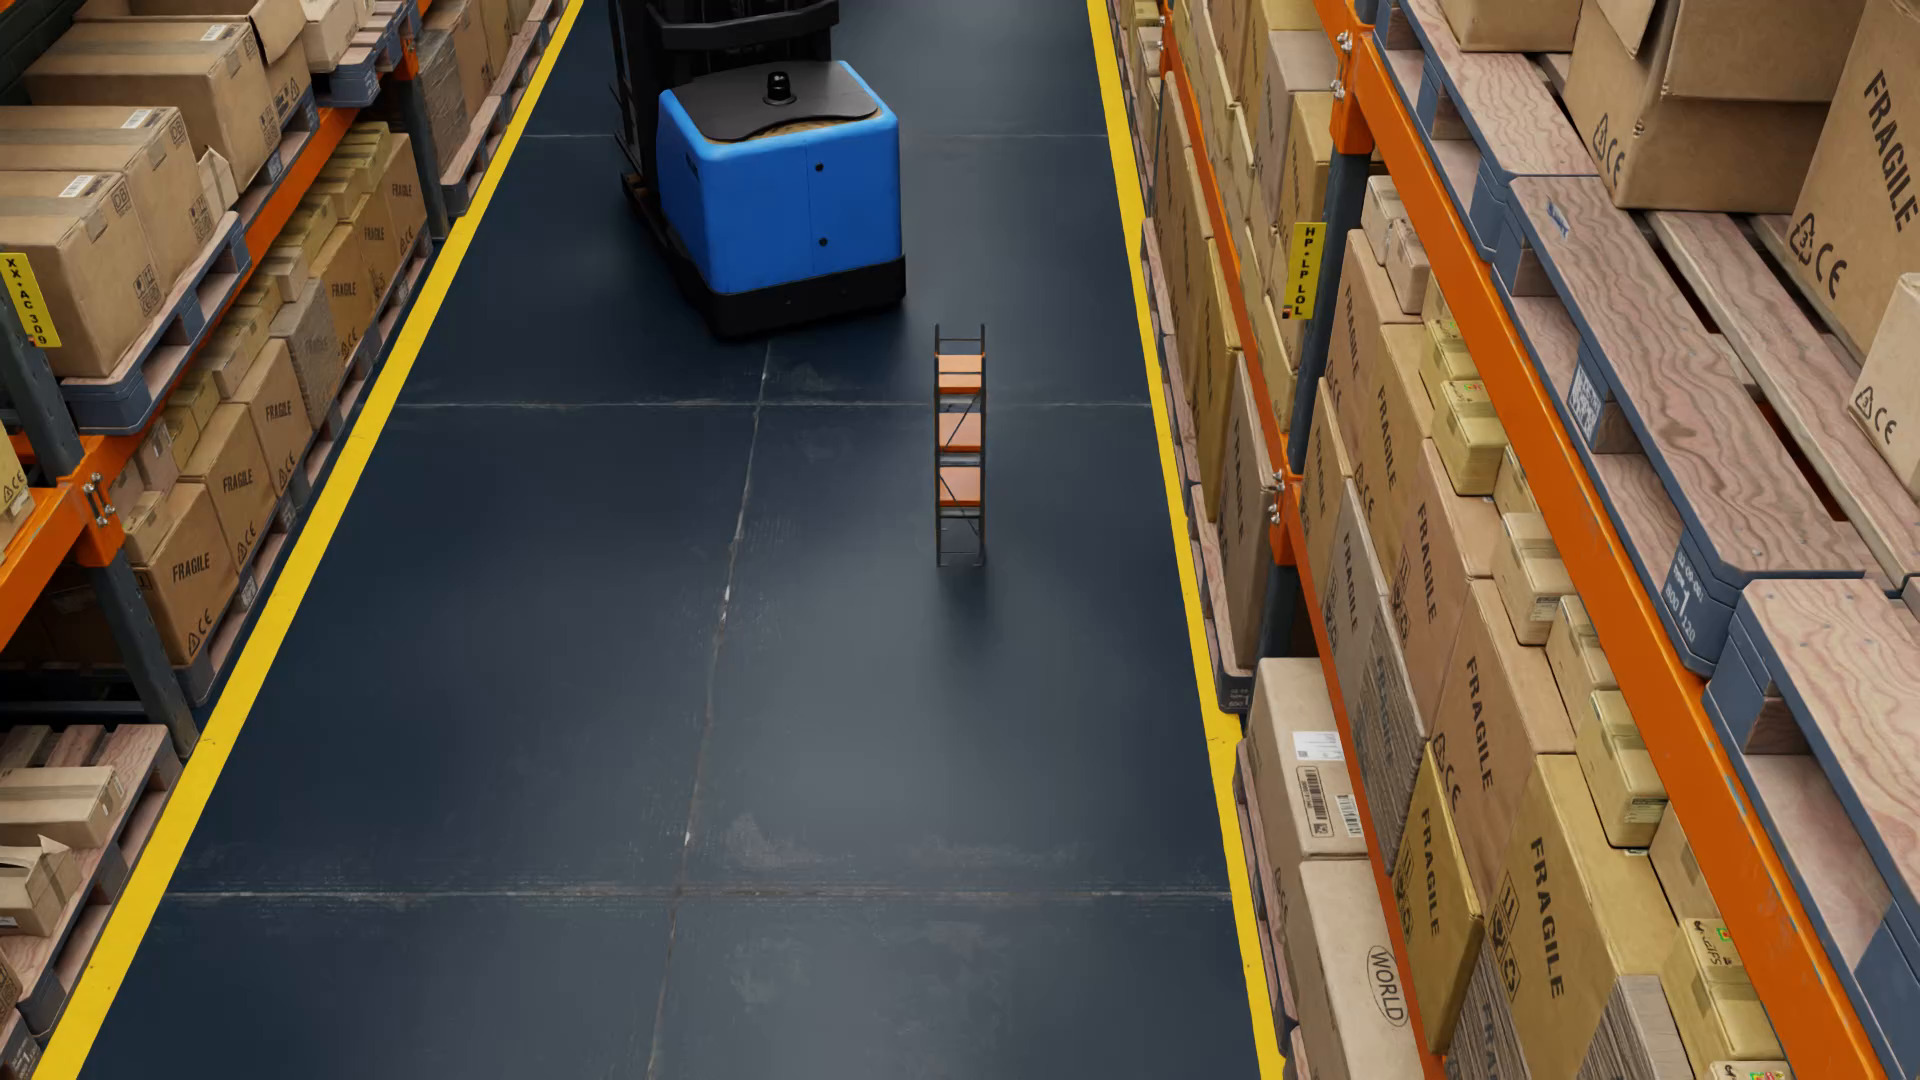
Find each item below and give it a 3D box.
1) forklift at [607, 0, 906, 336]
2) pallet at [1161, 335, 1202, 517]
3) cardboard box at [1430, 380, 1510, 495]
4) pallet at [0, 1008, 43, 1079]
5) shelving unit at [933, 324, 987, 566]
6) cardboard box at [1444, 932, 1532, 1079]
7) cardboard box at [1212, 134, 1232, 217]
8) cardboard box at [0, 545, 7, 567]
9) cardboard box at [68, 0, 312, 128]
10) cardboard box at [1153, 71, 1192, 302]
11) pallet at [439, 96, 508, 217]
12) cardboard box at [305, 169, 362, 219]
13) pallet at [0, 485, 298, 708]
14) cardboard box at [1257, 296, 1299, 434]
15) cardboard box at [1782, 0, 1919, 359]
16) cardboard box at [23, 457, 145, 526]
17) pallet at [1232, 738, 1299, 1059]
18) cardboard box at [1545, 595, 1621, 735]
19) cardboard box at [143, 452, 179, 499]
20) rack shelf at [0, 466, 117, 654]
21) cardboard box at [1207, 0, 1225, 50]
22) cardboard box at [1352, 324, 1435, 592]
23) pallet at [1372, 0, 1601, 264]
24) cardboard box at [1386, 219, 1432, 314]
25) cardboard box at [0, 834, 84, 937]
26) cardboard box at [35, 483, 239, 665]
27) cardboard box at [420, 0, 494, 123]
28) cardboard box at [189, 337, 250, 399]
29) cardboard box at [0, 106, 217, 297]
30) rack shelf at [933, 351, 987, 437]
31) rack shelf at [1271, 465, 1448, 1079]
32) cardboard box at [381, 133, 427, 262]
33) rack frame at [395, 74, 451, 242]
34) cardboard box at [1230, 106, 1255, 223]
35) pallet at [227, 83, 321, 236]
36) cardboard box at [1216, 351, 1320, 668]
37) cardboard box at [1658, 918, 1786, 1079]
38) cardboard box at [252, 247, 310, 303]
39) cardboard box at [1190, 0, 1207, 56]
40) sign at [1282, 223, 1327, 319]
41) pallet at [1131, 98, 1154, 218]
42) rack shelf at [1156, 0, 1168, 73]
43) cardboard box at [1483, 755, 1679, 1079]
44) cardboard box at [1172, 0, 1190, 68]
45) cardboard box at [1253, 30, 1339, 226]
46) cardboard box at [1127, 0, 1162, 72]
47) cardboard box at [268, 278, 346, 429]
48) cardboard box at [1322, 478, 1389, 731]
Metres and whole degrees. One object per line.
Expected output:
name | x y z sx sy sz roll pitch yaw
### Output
forklift | -1.325 -3.098 8.773 1.130 2.935 3.031 -15 41 -18
pallet | 1.498 -0.551 7.768 1.003 0.211 1.213 0 39 0
cardboard box | 1.288 -0.234 3.746 0.380 0.149 0.250 -1 39 -1
pallet | -3.381 1.897 4.714 1.003 0.211 1.213 0 39 0
shelving unit | 0.000 -0.376 6.880 0.215 1.050 0.252 0 39 0
cardboard box | 1.322 1.134 3.356 0.500 0.500 0.500 1 39 1
cardboard box | 1.340 -1.570 6.931 0.500 0.250 0.500 0 39 0
cardboard box | -3.111 0.075 4.959 0.380 0.149 0.250 1 39 1
cardboard box | -3.203 -2.070 7.016 0.797 0.503 0.637 -1 39 -1
cardboard box | 1.491 -1.796 8.455 0.875 0.875 0.875 0 39 0
pallet | -3.352 -2.314 9.968 1.003 0.211 1.213 0 39 0
cardboard box | -3.149 -1.684 8.098 0.380 0.149 0.250 -1 39 -2
pallet | -3.424 0.194 6.839 1.003 0.211 1.213 0 39 0
cardboard box | 1.326 -0.613 5.736 0.500 0.250 0.500 -1 39 -1
cardboard box | 1.730 -0.563 2.660 0.500 0.500 0.500 1 39 1
cardboard box | -3.180 -0.168 5.967 0.380 0.149 0.250 -1 39 -1
pallet | 1.501 1.172 5.618 1.003 0.211 1.213 0 39 0
cardboard box | 1.344 0.241 3.152 0.380 0.149 0.250 1 39 1
cardboard box | -3.197 -0.225 6.276 0.380 0.149 0.250 -1 39 -1
rack shelf | -3.383 1.146 3.997 1.077 0.370 4.000 0 39 0
cardboard box | 1.325 -2.380 6.941 0.500 0.500 0.500 1 39 1
cardboard box | 1.331 -0.207 4.230 0.500 0.500 0.500 -1 39 -1
pallet | 1.569 -1.016 3.791 1.003 0.211 1.213 0 39 0
cardboard box | 1.335 -0.716 4.346 0.380 0.149 0.250 1 39 1
cardboard box | -3.091 1.089 5.343 0.396 0.266 0.258 1 39 2
cardboard box | -3.161 0.123 6.360 0.500 0.500 0.500 2 39 2
cardboard box | -3.386 -2.923 10.062 0.875 0.625 0.625 1 39 1
cardboard box | -3.186 -0.713 6.885 0.380 0.149 0.250 0 39 0
cardboard box | -3.163 -1.215 5.952 0.700 0.500 0.500 0 39 0
rack shelf | 0.000 -0.589 6.709 0.215 0.259 0.240 0 39 0
rack shelf | 1.580 1.140 4.004 1.077 0.370 4.000 0 39 0
cardboard box | -3.175 -1.811 8.774 0.500 0.500 0.500 1 39 1
rack frame | -3.390 -2.887 8.454 1.000 3.000 0.127 0 39 0
cardboard box | 1.320 -1.440 6.368 0.500 0.250 0.500 1 39 1
pallet | -3.383 -1.596 6.996 1.003 0.211 1.213 0 39 0
cardboard box | 1.497 -0.114 6.357 0.875 0.875 0.875 1 39 1
cardboard box | 1.314 0.726 2.547 0.380 0.149 0.250 1 39 1
cardboard box | -3.163 -1.191 7.481 0.380 0.149 0.250 -2 39 -2
cardboard box | 1.327 -2.389 7.553 0.500 0.250 0.500 1 39 1
sign | 1.036 -0.806 4.994 0.100 0.325 0.005 0 39 0
pallet | 1.574 -2.293 9.943 1.003 0.211 1.213 0 39 0
rack shelf | 1.571 -3.863 10.247 1.077 0.370 4.000 0 39 0
cardboard box | 1.317 0.743 3.044 0.500 0.500 0.500 0 39 0
cardboard box | 1.323 -2.528 8.126 0.500 0.250 0.500 -1 39 -1
cardboard box | 1.319 -1.423 5.748 0.500 0.500 0.500 1 39 1
cardboard box | 1.579 -3.320 10.760 0.950 0.372 0.625 1 39 1
cardboard box | -3.162 -0.846 7.570 0.500 0.500 0.500 -1 39 -2
cardboard box | 1.313 0.178 4.549 0.500 0.500 0.500 0 39 0
